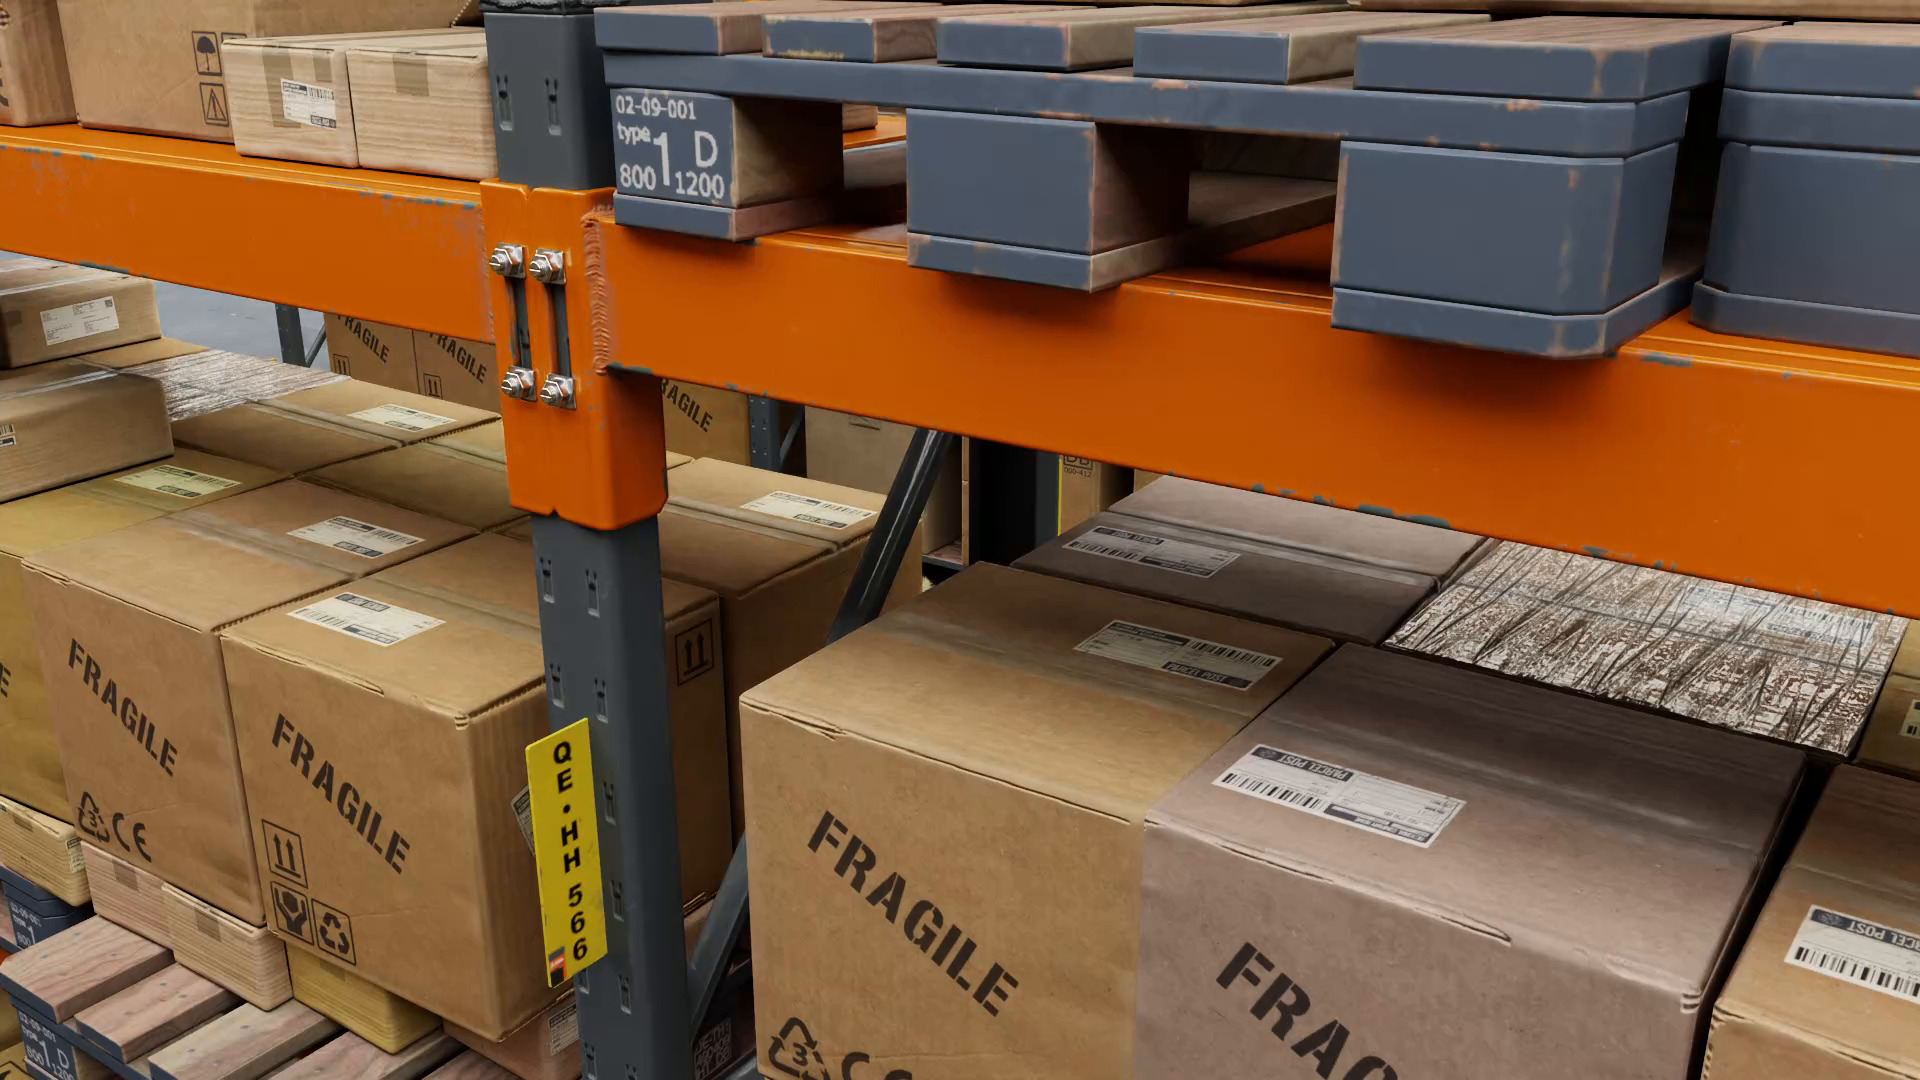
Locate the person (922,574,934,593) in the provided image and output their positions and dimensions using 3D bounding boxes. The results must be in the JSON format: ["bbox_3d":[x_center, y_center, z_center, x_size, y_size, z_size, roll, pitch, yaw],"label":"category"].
[{"bbox_3d":[-0.456,0.581,6.032,0.855,0.950,0.452,-11,23,-27],"label":"person"}]
